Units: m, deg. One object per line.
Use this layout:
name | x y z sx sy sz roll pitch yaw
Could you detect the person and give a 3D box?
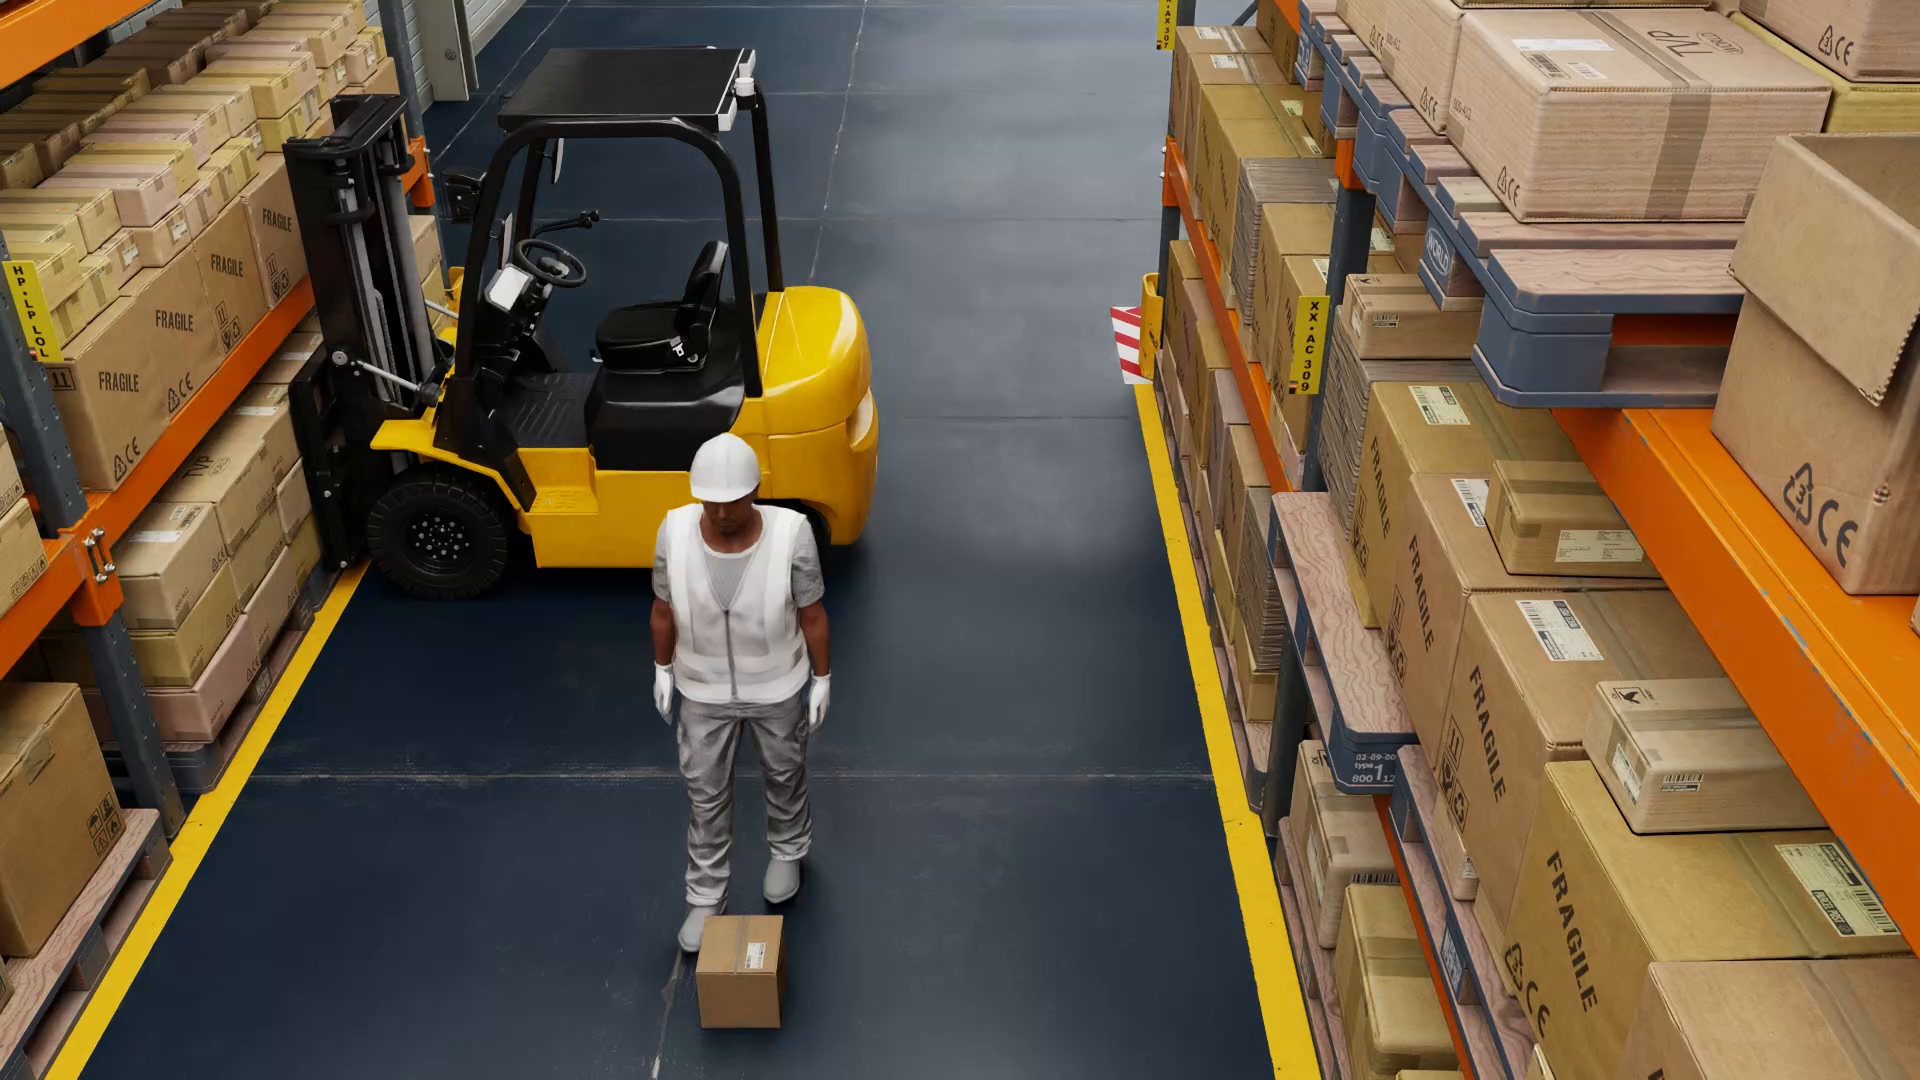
person | -0.705 0.496 5.285 0.584 1.791 0.546 0 31 0
